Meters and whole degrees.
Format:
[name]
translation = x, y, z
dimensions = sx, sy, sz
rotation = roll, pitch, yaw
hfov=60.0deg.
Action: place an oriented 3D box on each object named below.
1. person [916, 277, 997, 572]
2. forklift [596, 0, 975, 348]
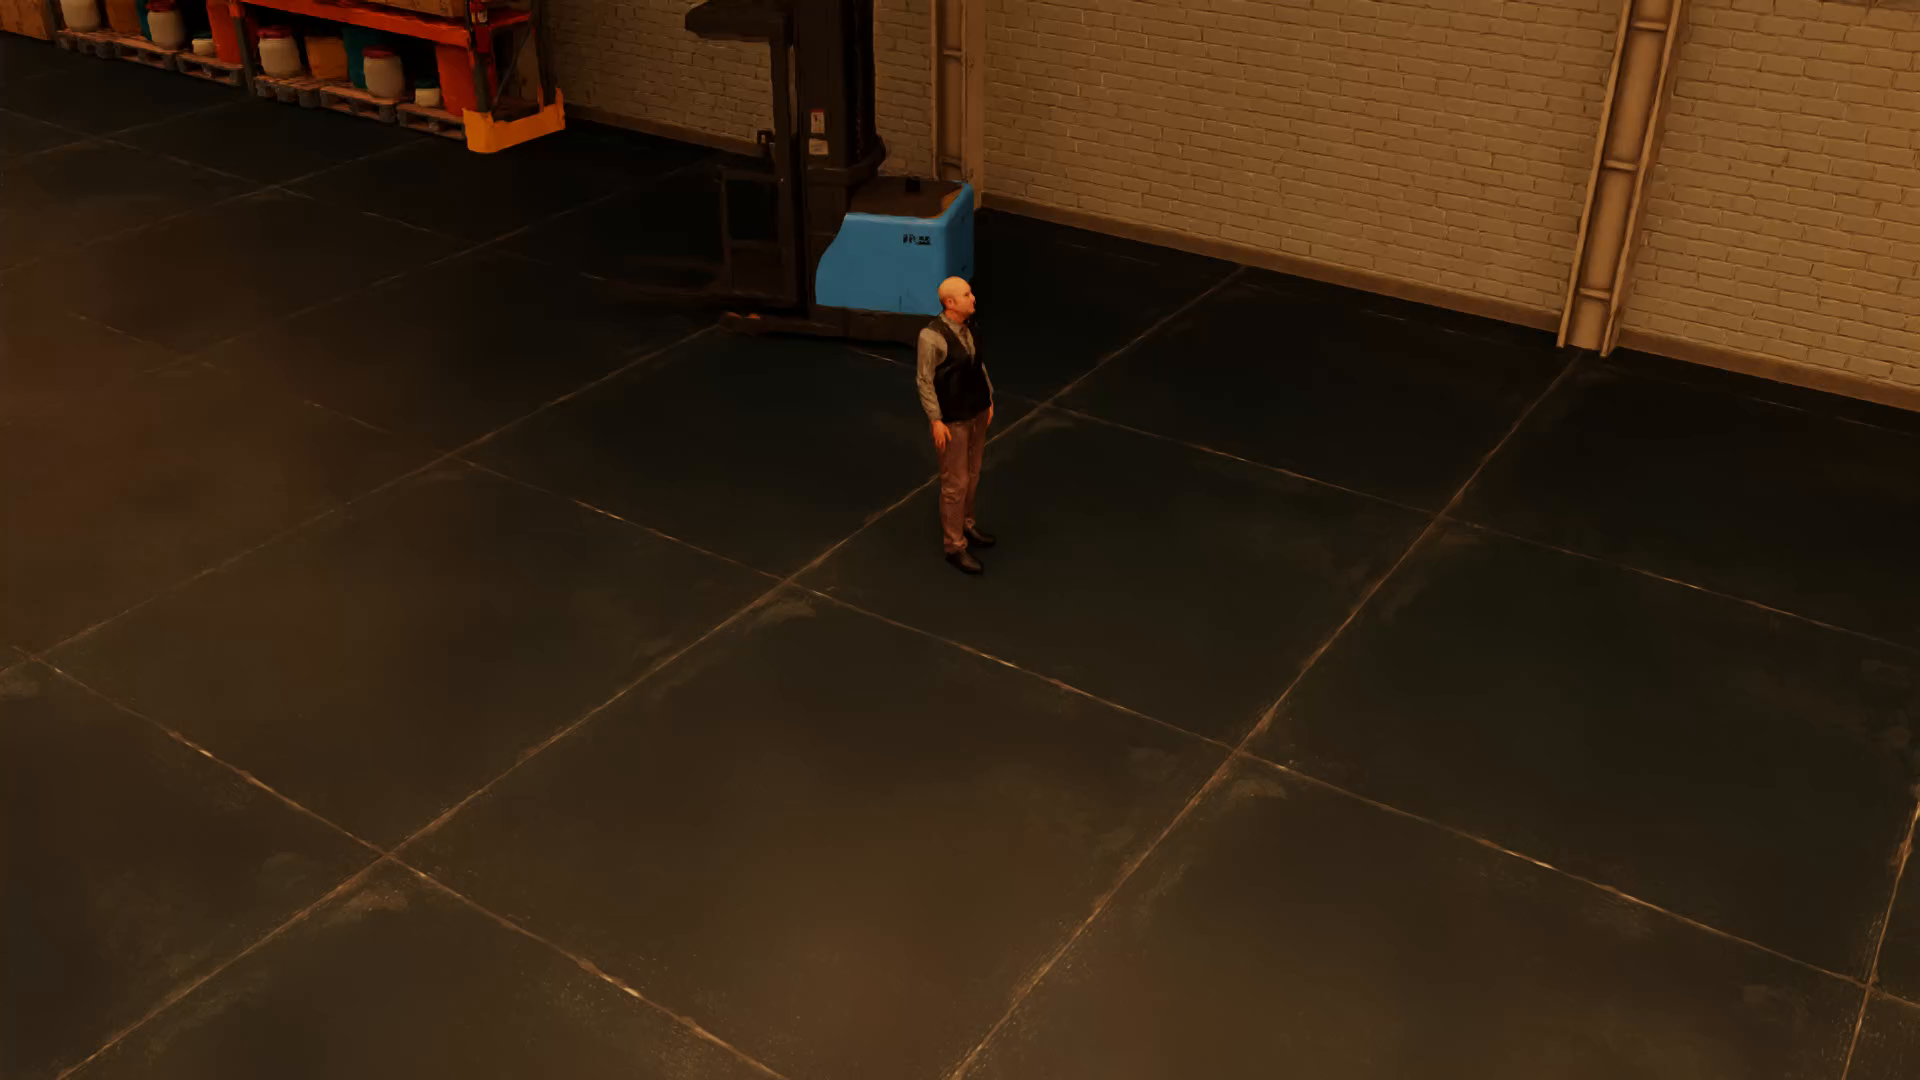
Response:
[person]
translation = 0.047, -0.730, 10.028
dimensions = 0.567, 1.720, 0.632
rotation = 19, 35, 29
[forklift]
translation = -1.449, -3.153, 13.010
dimensions = 3.031, 2.935, 1.130
rotation = 7, 31, 12
